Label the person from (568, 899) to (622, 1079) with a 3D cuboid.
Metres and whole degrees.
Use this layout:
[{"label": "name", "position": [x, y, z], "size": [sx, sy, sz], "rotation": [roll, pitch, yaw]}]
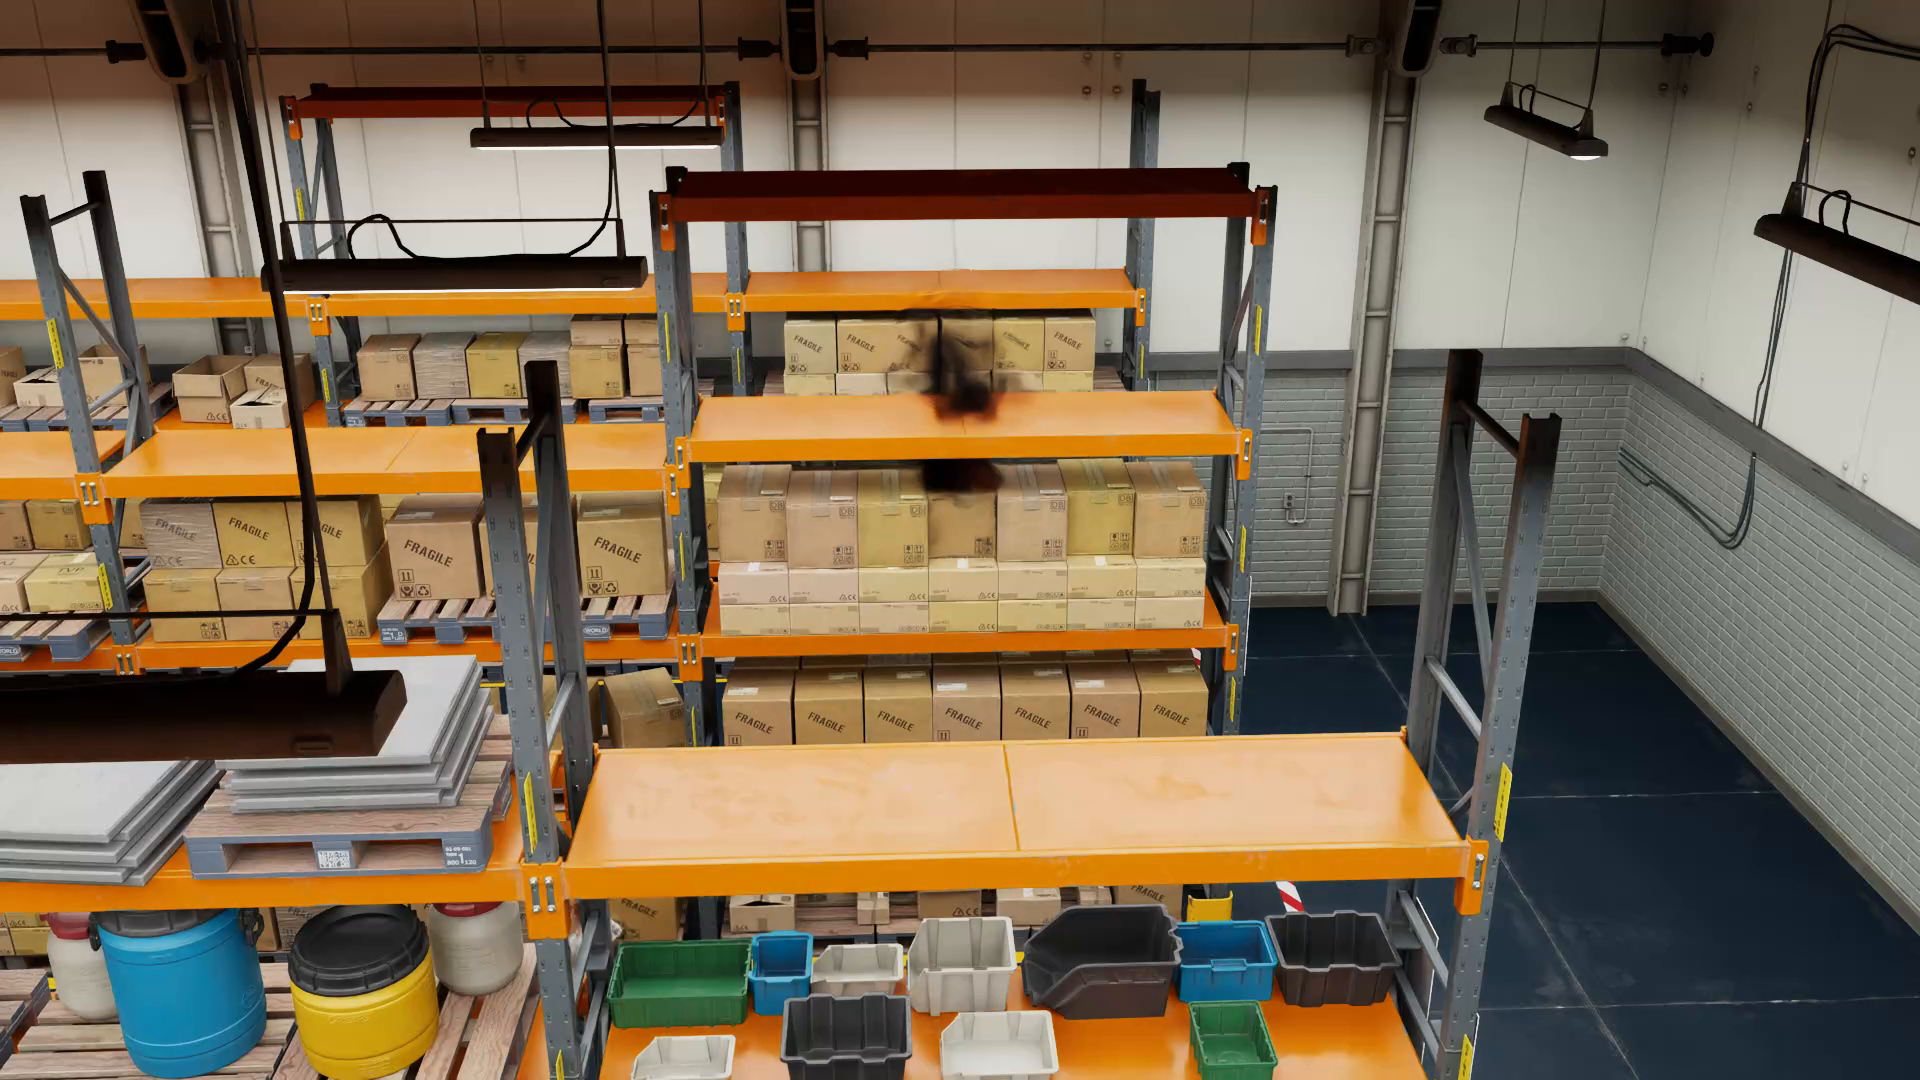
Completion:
[{"label": "person", "position": [-2.417, 2.992, 11.000], "size": [0.794, 1.573, 0.546], "rotation": [-5, 23, -12]}]
